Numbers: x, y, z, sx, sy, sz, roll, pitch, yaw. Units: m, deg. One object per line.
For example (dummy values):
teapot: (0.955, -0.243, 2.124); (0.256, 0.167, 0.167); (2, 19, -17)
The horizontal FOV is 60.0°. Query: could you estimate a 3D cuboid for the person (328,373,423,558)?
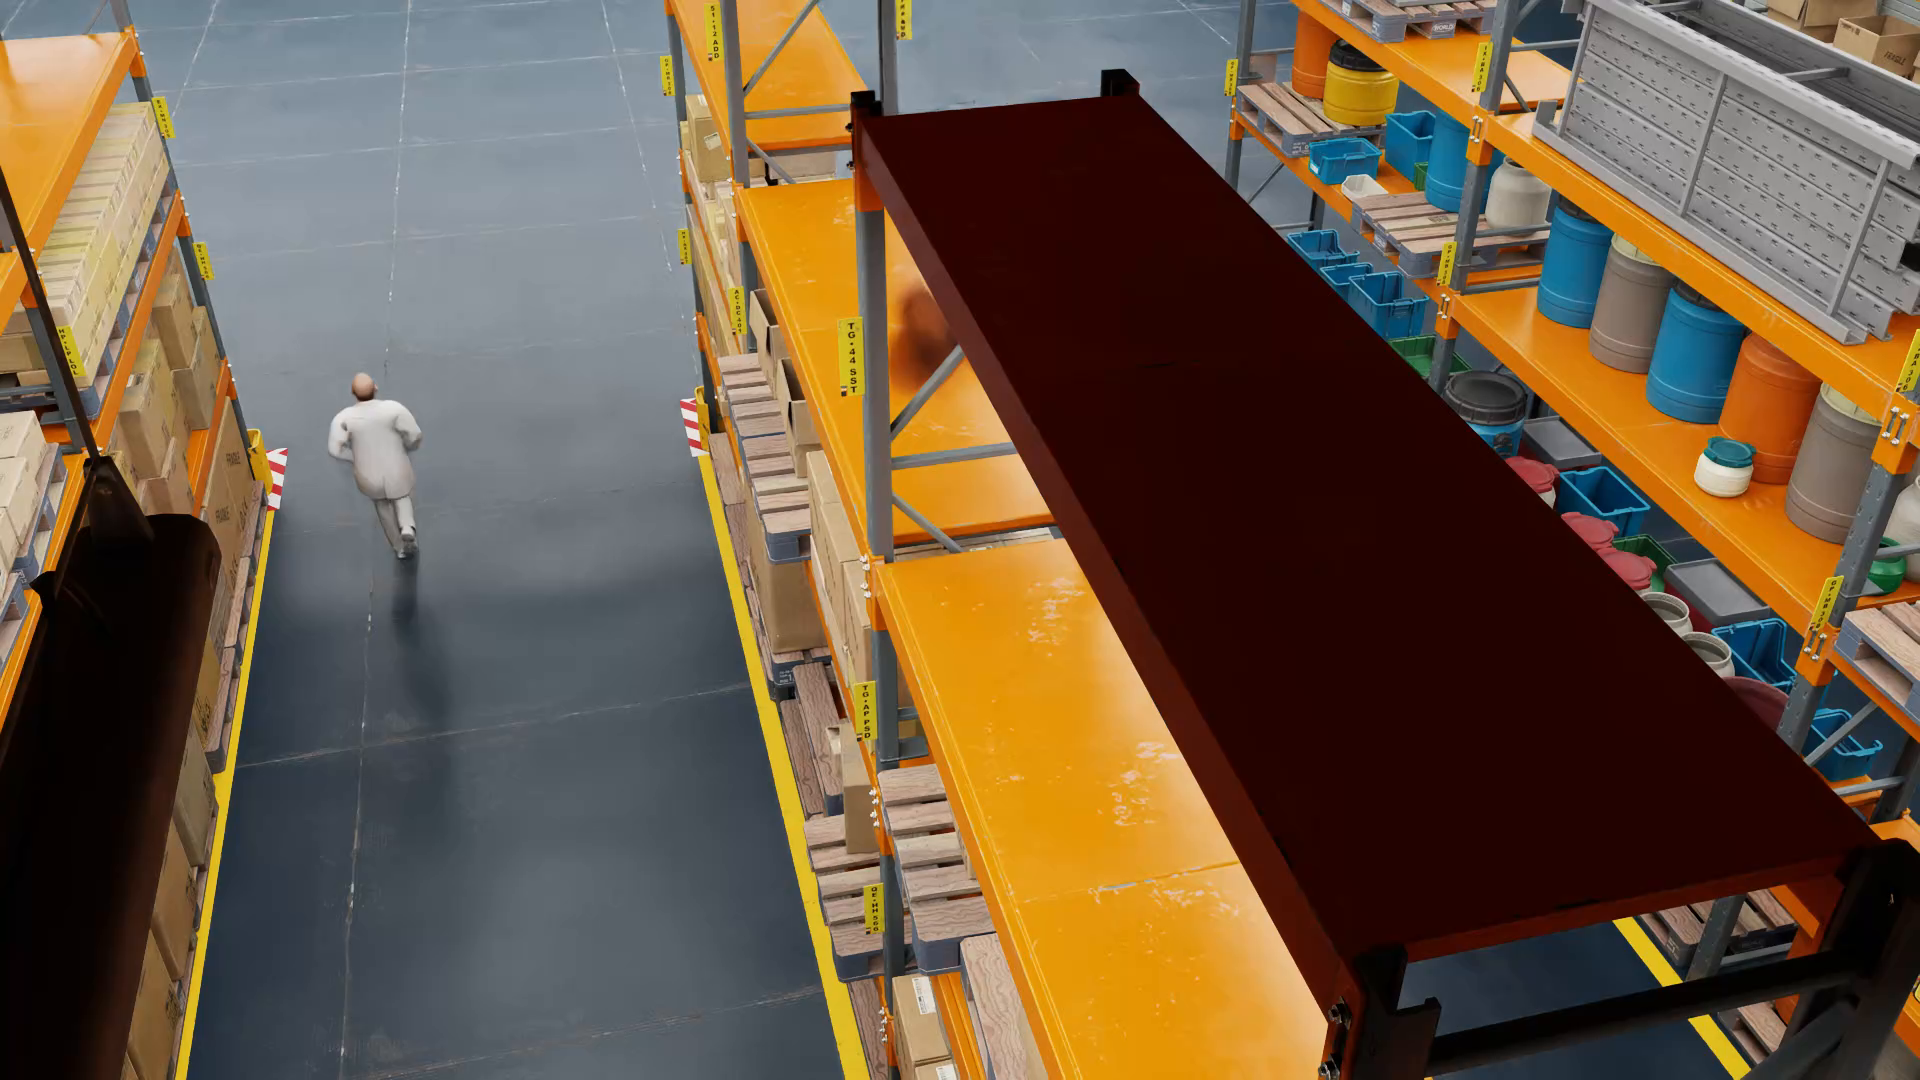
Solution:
person: (-4.645, -0.542, 13.385); (0.724, 1.752, 0.653); (-12, 36, -17)
